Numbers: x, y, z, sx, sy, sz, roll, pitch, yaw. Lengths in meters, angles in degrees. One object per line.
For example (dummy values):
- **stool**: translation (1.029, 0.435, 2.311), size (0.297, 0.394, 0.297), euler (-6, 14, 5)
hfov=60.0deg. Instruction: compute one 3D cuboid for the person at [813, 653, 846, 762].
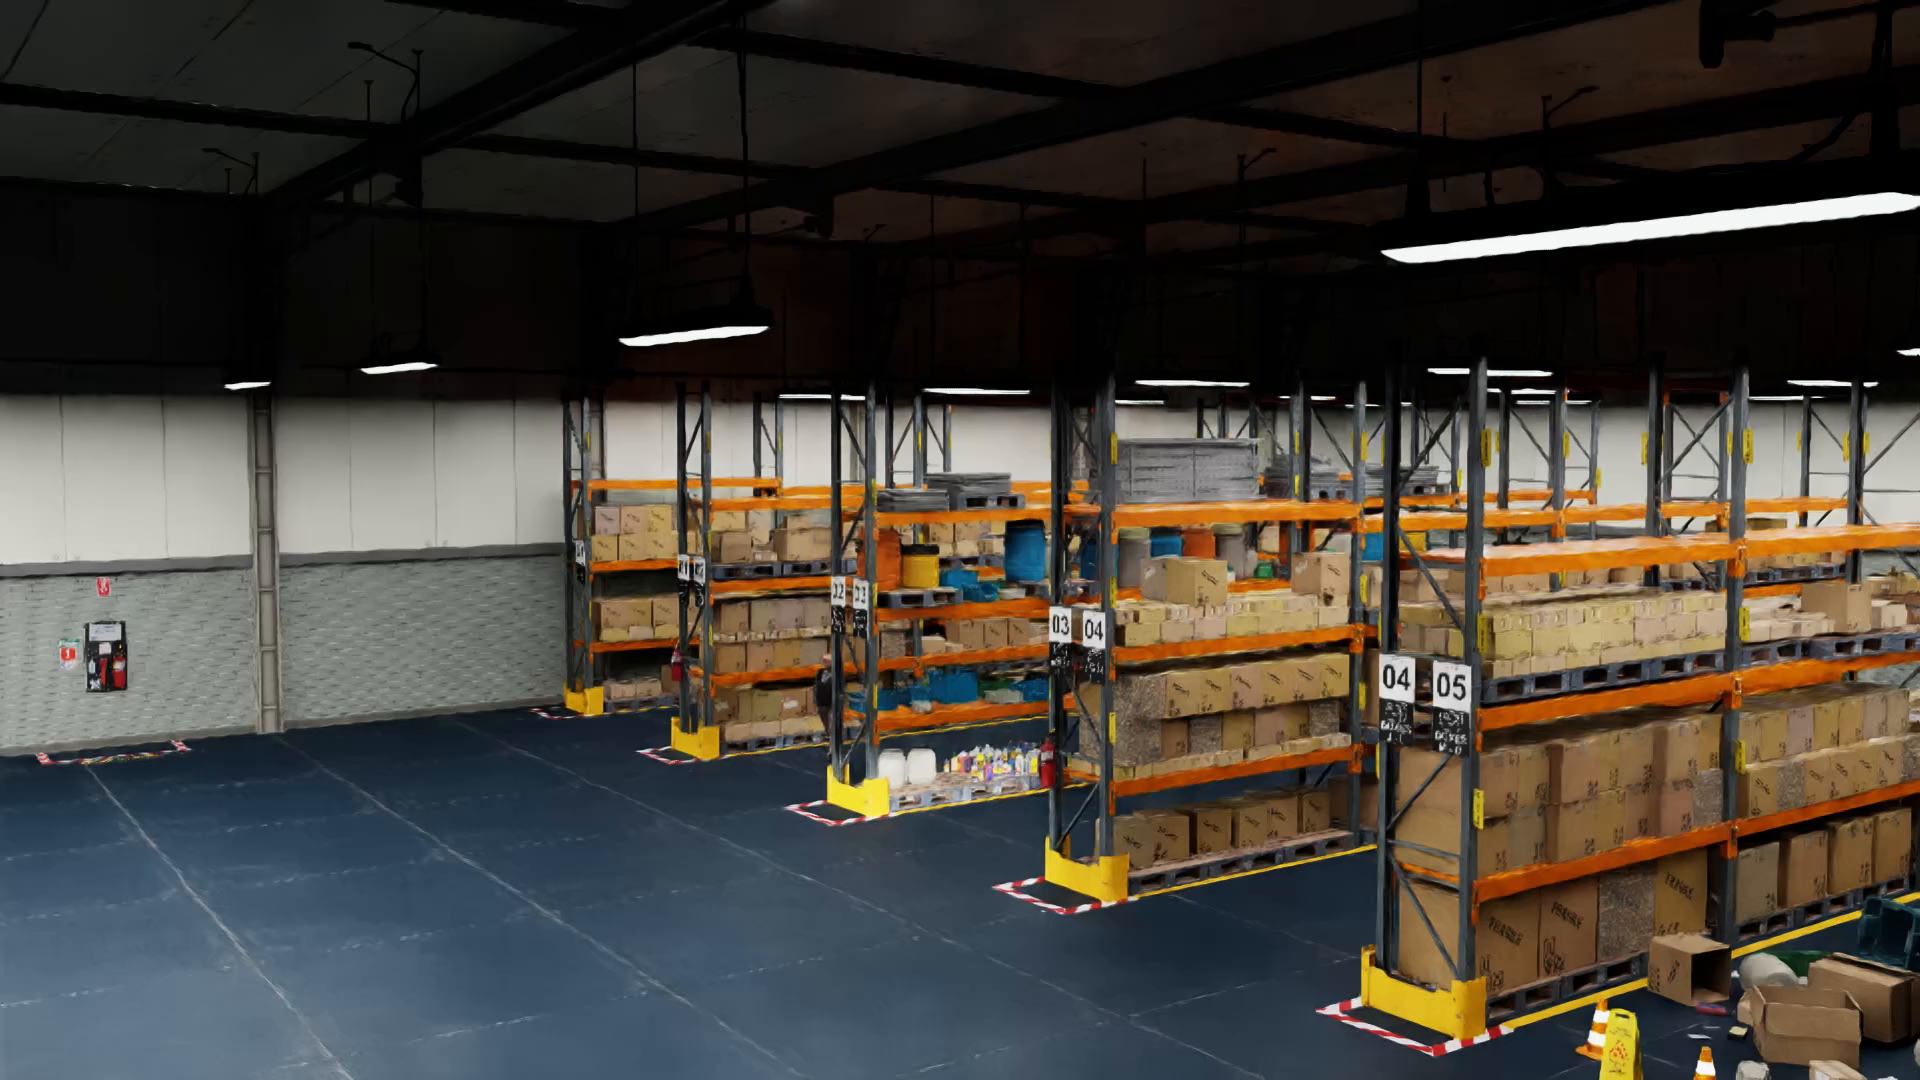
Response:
- **person**: translation (-2.084, 2.629, 26.350), size (0.580, 1.695, 0.932), euler (2, 4, 29)
